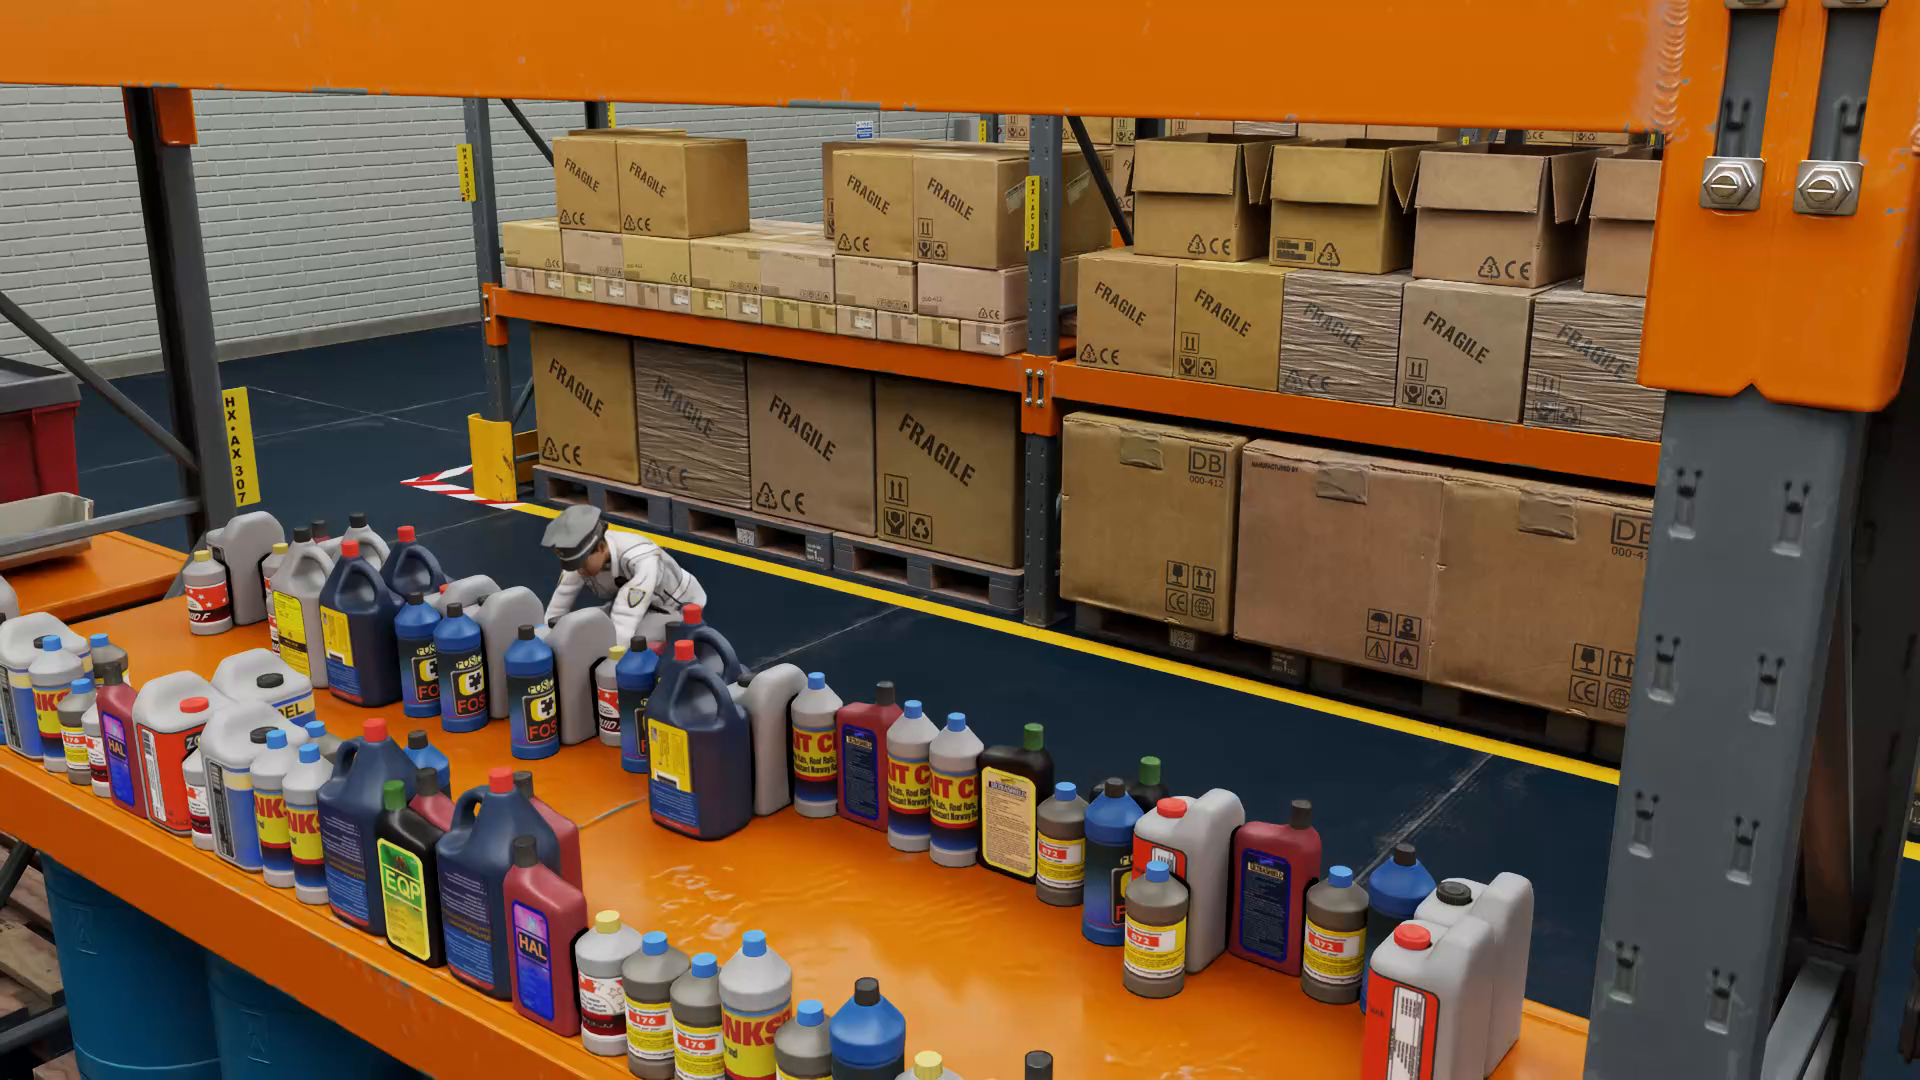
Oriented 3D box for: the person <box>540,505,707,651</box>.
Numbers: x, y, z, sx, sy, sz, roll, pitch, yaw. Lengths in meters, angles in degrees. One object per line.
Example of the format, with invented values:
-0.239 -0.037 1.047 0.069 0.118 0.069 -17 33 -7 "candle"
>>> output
-1.410 0.277 6.861 0.498 0.961 0.825 12 21 35 "person"
